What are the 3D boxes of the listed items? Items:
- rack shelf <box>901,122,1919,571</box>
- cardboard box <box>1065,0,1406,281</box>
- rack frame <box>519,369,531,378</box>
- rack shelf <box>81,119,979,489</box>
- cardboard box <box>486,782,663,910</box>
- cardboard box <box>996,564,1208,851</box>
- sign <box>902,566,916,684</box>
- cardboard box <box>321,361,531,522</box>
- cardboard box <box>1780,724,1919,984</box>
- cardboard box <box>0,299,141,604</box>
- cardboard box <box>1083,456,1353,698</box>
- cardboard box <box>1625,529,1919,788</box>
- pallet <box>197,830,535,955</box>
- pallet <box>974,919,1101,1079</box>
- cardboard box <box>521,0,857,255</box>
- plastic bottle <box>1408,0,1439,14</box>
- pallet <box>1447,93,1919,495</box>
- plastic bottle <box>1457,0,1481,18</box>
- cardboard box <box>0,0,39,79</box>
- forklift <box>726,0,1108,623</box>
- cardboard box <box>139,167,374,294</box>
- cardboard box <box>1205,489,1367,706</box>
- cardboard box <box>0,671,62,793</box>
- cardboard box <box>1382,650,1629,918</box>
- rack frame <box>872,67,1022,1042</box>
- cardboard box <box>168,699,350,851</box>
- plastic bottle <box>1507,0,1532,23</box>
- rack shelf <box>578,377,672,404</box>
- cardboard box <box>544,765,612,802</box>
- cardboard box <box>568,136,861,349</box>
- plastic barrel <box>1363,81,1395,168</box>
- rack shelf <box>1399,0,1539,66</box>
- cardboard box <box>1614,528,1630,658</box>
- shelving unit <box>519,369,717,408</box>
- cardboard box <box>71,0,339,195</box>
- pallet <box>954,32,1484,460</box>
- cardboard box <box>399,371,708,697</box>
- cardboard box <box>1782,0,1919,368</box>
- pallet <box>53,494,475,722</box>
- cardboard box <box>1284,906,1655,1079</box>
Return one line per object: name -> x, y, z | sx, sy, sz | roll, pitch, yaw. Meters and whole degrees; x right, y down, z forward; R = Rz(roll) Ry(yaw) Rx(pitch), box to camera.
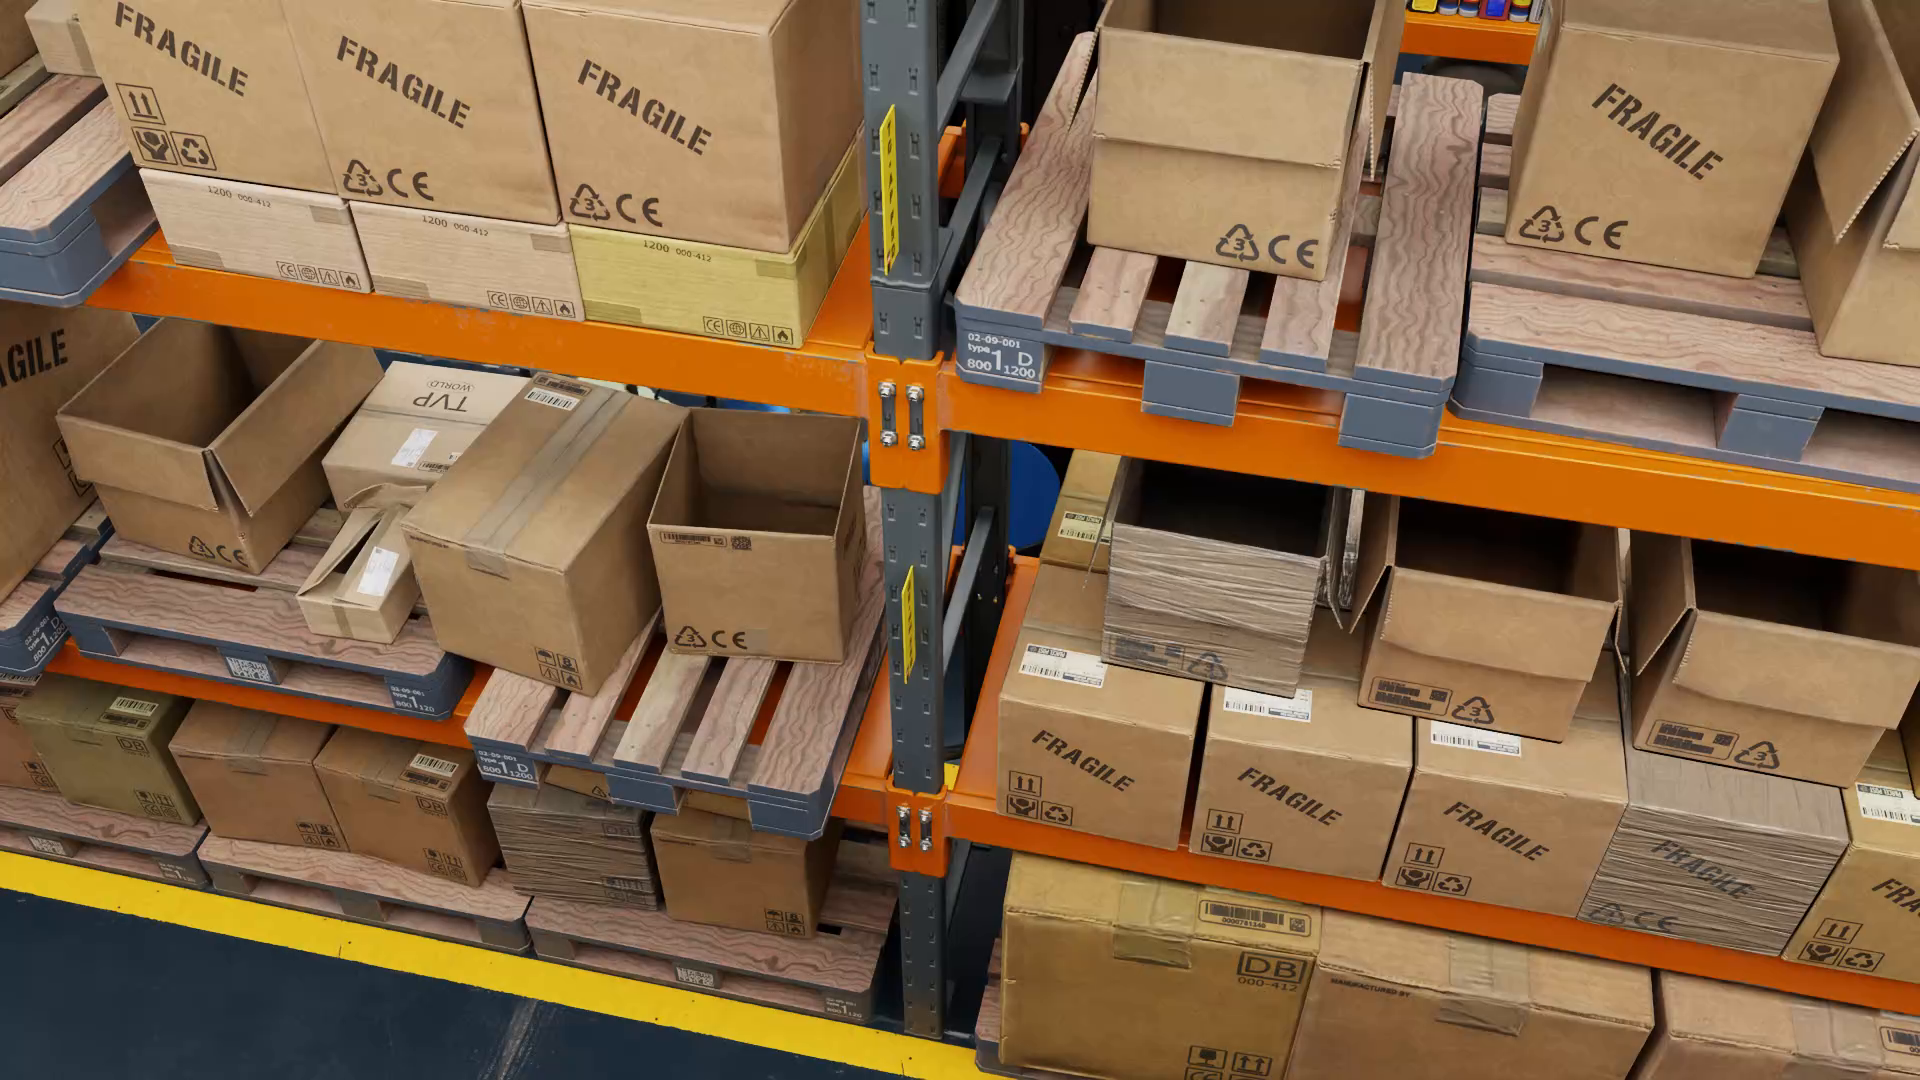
rack shelf -> 1.937, -0.291, 3.705 | 4.000, 0.370, 1.077 | 9, 45, 9
cardboard box -> 0.597, -0.998, 3.543 | 0.637, 0.503, 0.797 | 11, 45, 11
rack frame -> -1.673, -0.790, 6.949 | 0.023, 1.500, 0.400 | 31, 52, 28
rack shelf -> -1.966, -0.897, 4.334 | 4.000, 0.370, 1.077 | 9, 45, 9
cardboard box -> -1.217, 0.807, 5.694 | 0.500, 0.500, 0.700 | 5, 44, 6
cardboard box -> 0.401, 0.449, 4.508 | 0.500, 0.500, 0.500 | 10, 45, 10
sign -> -0.124, 0.208, 4.053 | 0.005, 0.325, 0.100 | 9, 45, 9
cardboard box -> -1.600, -0.279, 5.142 | 0.500, 0.250, 0.500 | 8, 44, 8
cardboard box -> 2.380, 0.757, 4.188 | 0.500, 0.500, 0.500 | 8, 45, 9
cardboard box -> -3.173, -0.530, 4.863 | 1.000, 1.000, 1.000 | 9, 45, 9
cardboard box -> 0.696, -0.048, 4.301 | 0.637, 0.503, 0.797 | 10, 45, 10
cardboard box -> 1.987, 0.150, 4.096 | 0.637, 0.503, 0.797 | 10, 45, 10
pallet -> -1.964, 0.927, 6.095 | 1.213, 0.211, 1.003 | 9, 45, 9
pallet -> 0.739, 1.403, 5.600 | 1.213, 0.211, 1.003 | 9, 45, 9
cardboard box -> -0.535, -0.972, 3.461 | 0.500, 0.500, 0.500 | 10, 45, 10
plastic bottle -> 2.216, -2.642, 7.876 | 0.133, 0.283, 0.061 | 9, 45, 9
pallet -> 1.718, -0.556, 3.598 | 1.213, 0.211, 1.003 | 11, 45, 11
plastic bottle -> 2.428, -2.617, 7.859 | 0.097, 0.271, 0.097 | 0, 44, 0
cardboard box -> -2.561, -1.367, 3.927 | 0.637, 0.503, 0.797 | 11, 45, 11
forklift -> 0.579, -1.321, 6.469 | 3.031, 2.935, 1.130 | -20, 47, -19
cardboard box -> -1.508, -0.849, 3.874 | 0.500, 0.250, 0.500 | 10, 45, 10
cardboard box -> 1.007, 0.178, 4.790 | 0.500, 0.500, 0.500 | 8, 45, 9
cardboard box -> -3.323, 0.472, 6.042 | 0.500, 0.500, 0.700 | 6, 44, 6
cardboard box -> 1.405, 0.601, 4.350 | 0.500, 0.500, 0.500 | 8, 44, 8
rack frame -> -0.014, 0.228, 4.810 | 0.127, 3.000, 1.000 | 9, 45, 9
cardboard box -> -2.316, 0.641, 5.866 | 0.500, 0.500, 0.700 | 5, 44, 5
plastic bottle -> 2.653, -2.582, 7.823 | 0.097, 0.271, 0.097 | 0, 44, 0
rack shelf -> -1.398, -0.388, 7.002 | 0.720, 0.370, 0.431 | 31, 52, 28
cardboard box -> -1.195, 0.545, 5.425 | 0.500, 0.250, 0.500 | 14, 46, 14
cardboard box -> -0.532, -0.705, 3.725 | 0.500, 0.250, 0.500 | 9, 45, 9
plastic barrel -> 2.119, -2.291, 8.919 | 0.421, 0.512, 0.421 | 0, 44, 0
rack shelf -> 3.019, -2.562, 8.228 | 4.000, 0.370, 1.077 | 9, 45, 9
cardboard box -> 2.010, 0.332, 4.630 | 0.500, 0.500, 0.500 | 10, 45, 10
shelving unit -> -1.398, -0.623, 6.775 | 0.755, 1.500, 0.431 | 31, 52, 28
cardboard box -> -1.517, -1.128, 3.623 | 0.500, 0.500, 0.500 | 10, 45, 10
pallet -> 0.626, -0.723, 3.772 | 1.003, 0.211, 1.213 | 11, 45, 11
cardboard box -> -1.117, -0.031, 4.704 | 0.500, 0.500, 0.700 | 15, 46, 15
cardboard box -> 1.984, -0.747, 3.282 | 0.637, 0.503, 0.797 | 8, 45, 8
pallet -> -1.955, 0.025, 5.160 | 1.213, 0.211, 1.003 | 9, 45, 9
cardboard box -> 1.523, 1.101, 5.133 | 0.875, 0.875, 1.225 | 9, 45, 9
